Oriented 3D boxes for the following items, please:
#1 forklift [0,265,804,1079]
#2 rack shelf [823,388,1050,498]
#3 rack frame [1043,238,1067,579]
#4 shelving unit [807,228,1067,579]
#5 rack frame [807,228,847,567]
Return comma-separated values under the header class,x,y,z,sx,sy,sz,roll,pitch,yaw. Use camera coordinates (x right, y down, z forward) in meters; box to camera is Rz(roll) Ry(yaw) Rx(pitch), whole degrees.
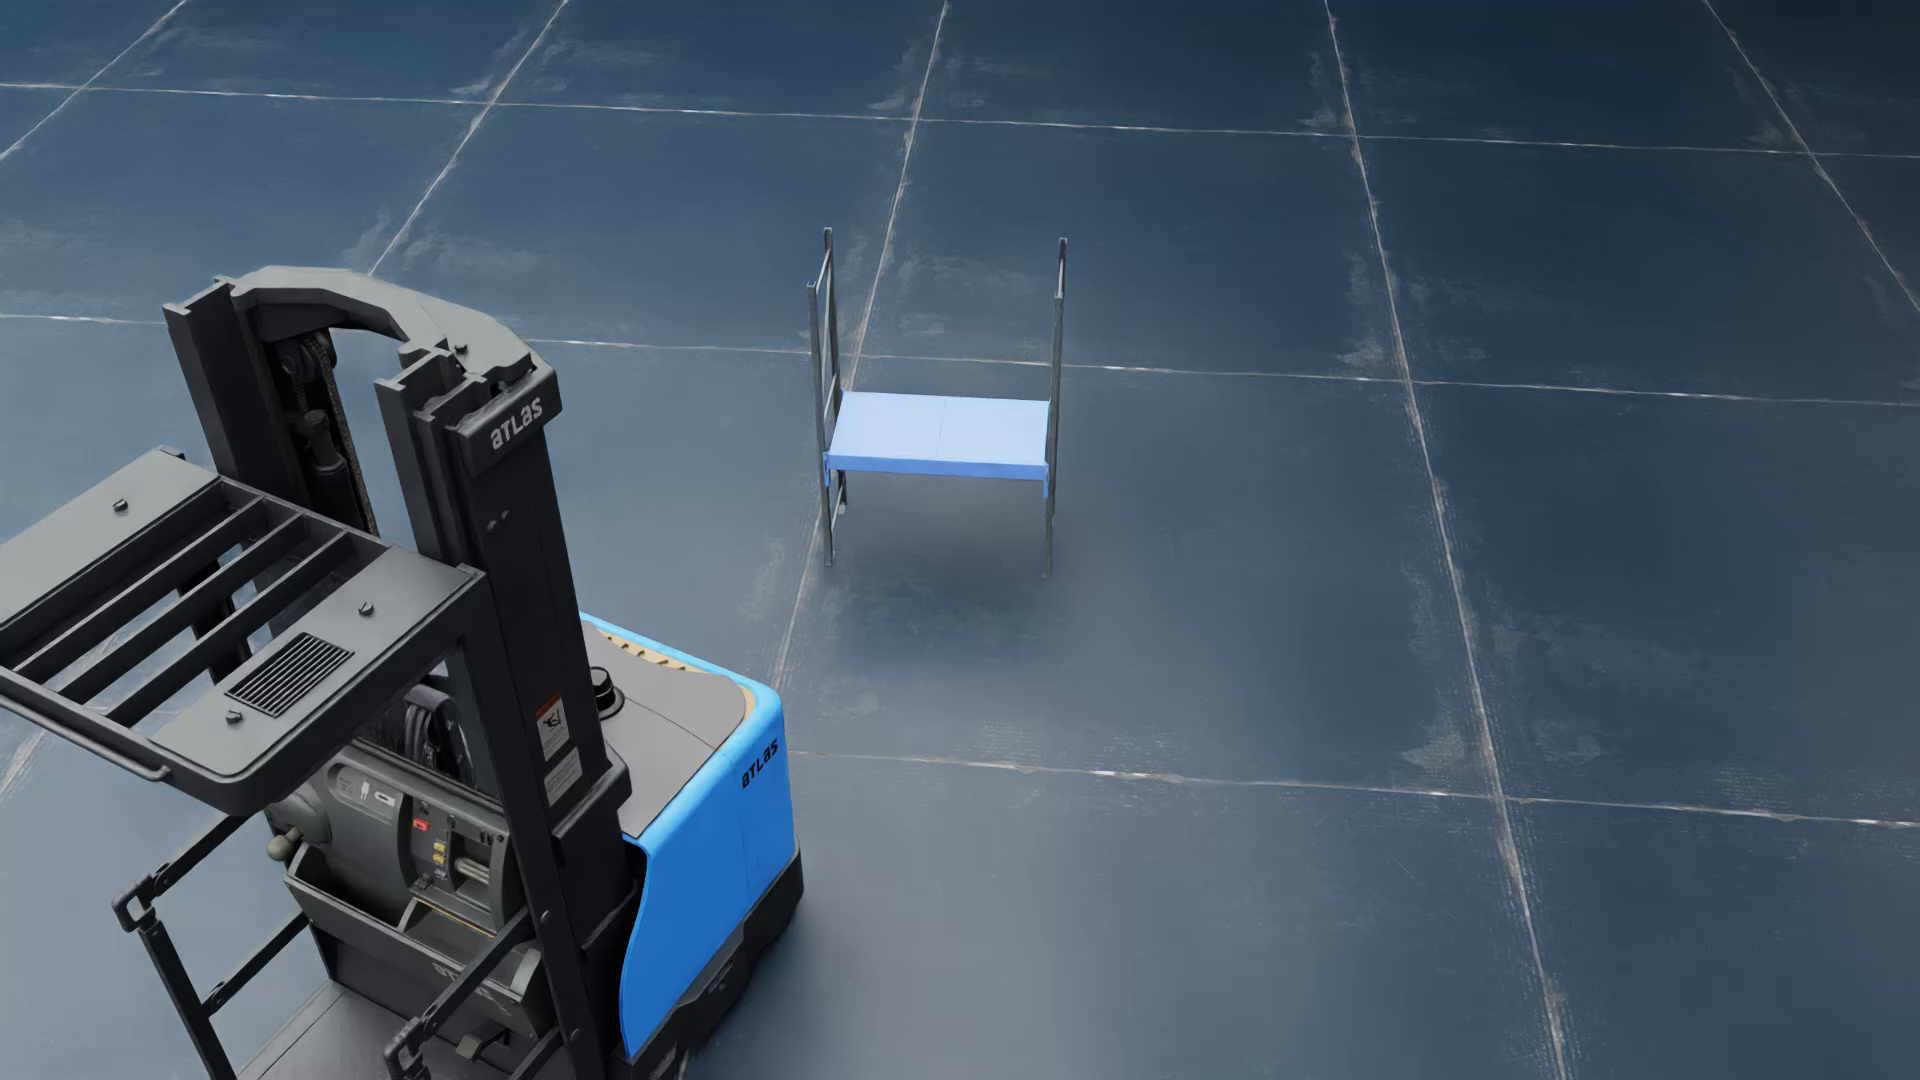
class,x,y,z,sx,sy,sz,roll,pitch,yaw
forklift,-1.728,0.879,4.519,1.130,2.935,3.031,19,43,22
rack shelf,-0.085,-0.447,7.566,1.000,0.185,0.538,3,39,4
rack frame,0.421,-0.559,7.419,0.032,1.500,0.500,3,39,4
shelving unit,-0.085,-0.586,7.453,1.048,1.500,0.538,3,39,4
rack frame,-0.591,-0.614,7.487,0.032,1.500,0.500,3,39,4
